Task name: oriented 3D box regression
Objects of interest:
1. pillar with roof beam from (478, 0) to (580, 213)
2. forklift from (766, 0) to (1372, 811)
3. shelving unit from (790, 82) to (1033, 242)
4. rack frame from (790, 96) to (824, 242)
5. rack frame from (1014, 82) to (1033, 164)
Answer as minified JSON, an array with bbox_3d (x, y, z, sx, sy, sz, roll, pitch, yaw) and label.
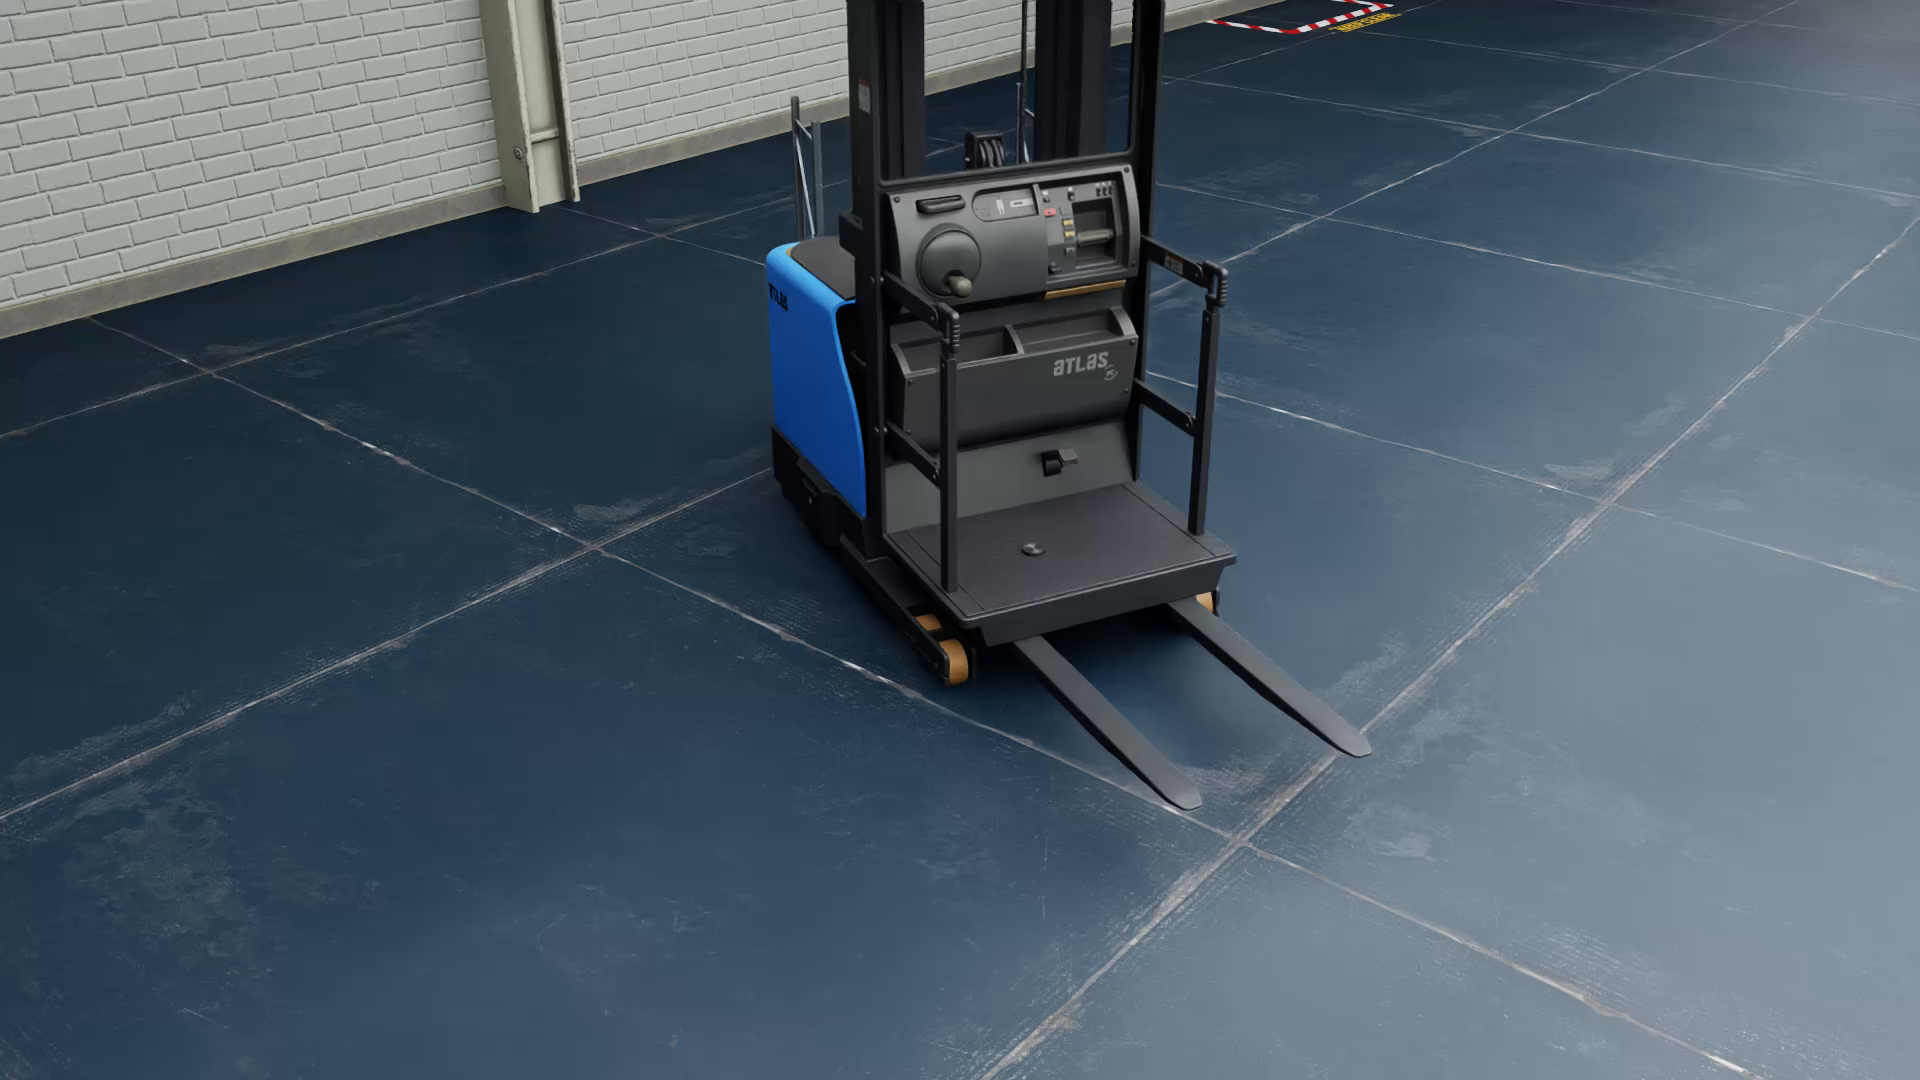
[{"bbox_3d":[0.533,-4.994,6.610,9.100,9.000,0.400,21,34,34],"label":"pillar with roof beam"},{"bbox_3d":[0.293,-1.023,5.537,1.130,2.935,3.031,-12,30,-23],"label":"forklift"},{"bbox_3d":[-0.163,-1.211,7.458,1.048,1.500,0.538,-7,28,-14],"label":"shelving unit"},{"bbox_3d":[-0.653,-1.148,7.336,0.032,1.500,0.500,-7,28,-14],"label":"rack frame"},{"bbox_3d":[0.326,-1.274,7.580,0.032,1.500,0.500,-7,28,-14],"label":"rack frame"}]
